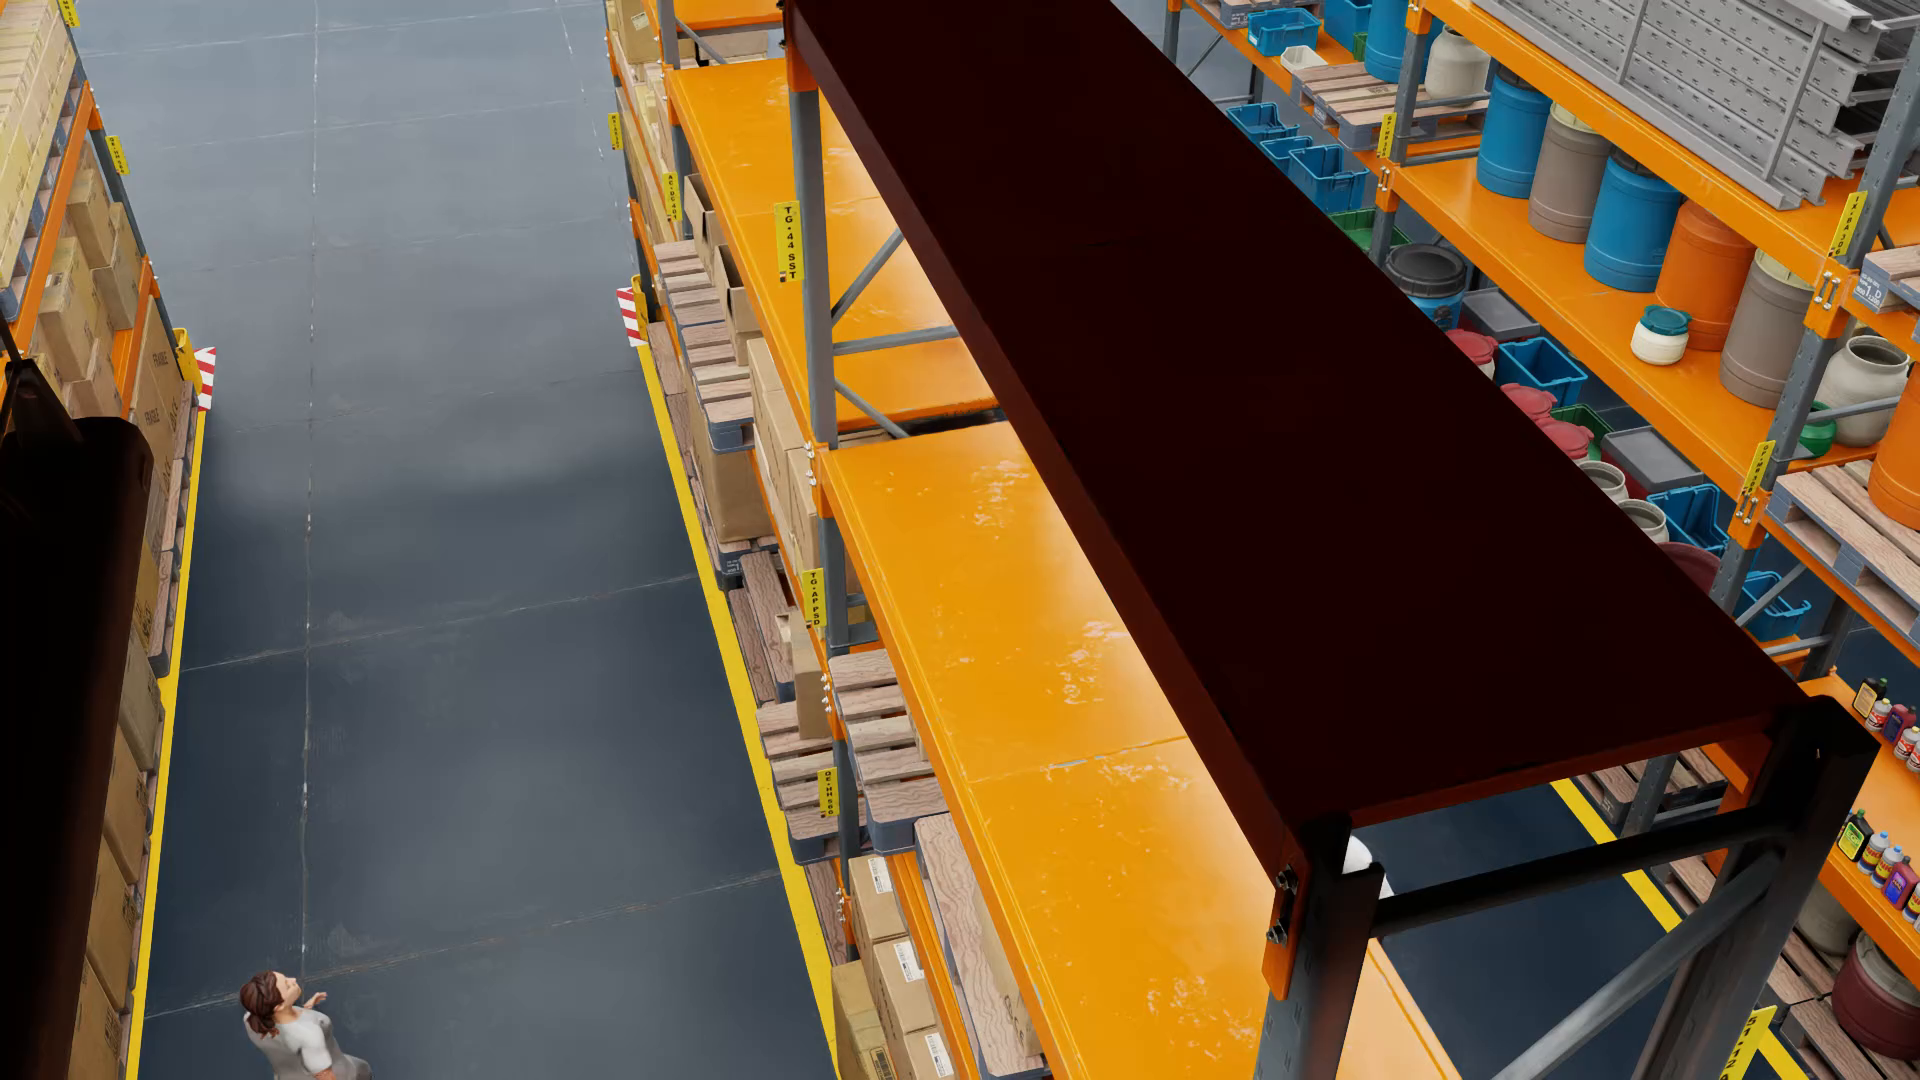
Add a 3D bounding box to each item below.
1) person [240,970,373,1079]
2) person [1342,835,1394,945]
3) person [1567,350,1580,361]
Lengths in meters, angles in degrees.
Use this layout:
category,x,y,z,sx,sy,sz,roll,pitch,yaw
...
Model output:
category,x,y,z,sx,sy,sz,roll,pitch,yaw
person,-3.119,2.599,8.019,0.416,1.647,0.982,-10,40,-13
person,1.828,2.079,8.595,0.746,1.737,1.003,-10,39,-12
person,5.654,-2.363,14.426,0.389,1.730,0.613,9,39,11
